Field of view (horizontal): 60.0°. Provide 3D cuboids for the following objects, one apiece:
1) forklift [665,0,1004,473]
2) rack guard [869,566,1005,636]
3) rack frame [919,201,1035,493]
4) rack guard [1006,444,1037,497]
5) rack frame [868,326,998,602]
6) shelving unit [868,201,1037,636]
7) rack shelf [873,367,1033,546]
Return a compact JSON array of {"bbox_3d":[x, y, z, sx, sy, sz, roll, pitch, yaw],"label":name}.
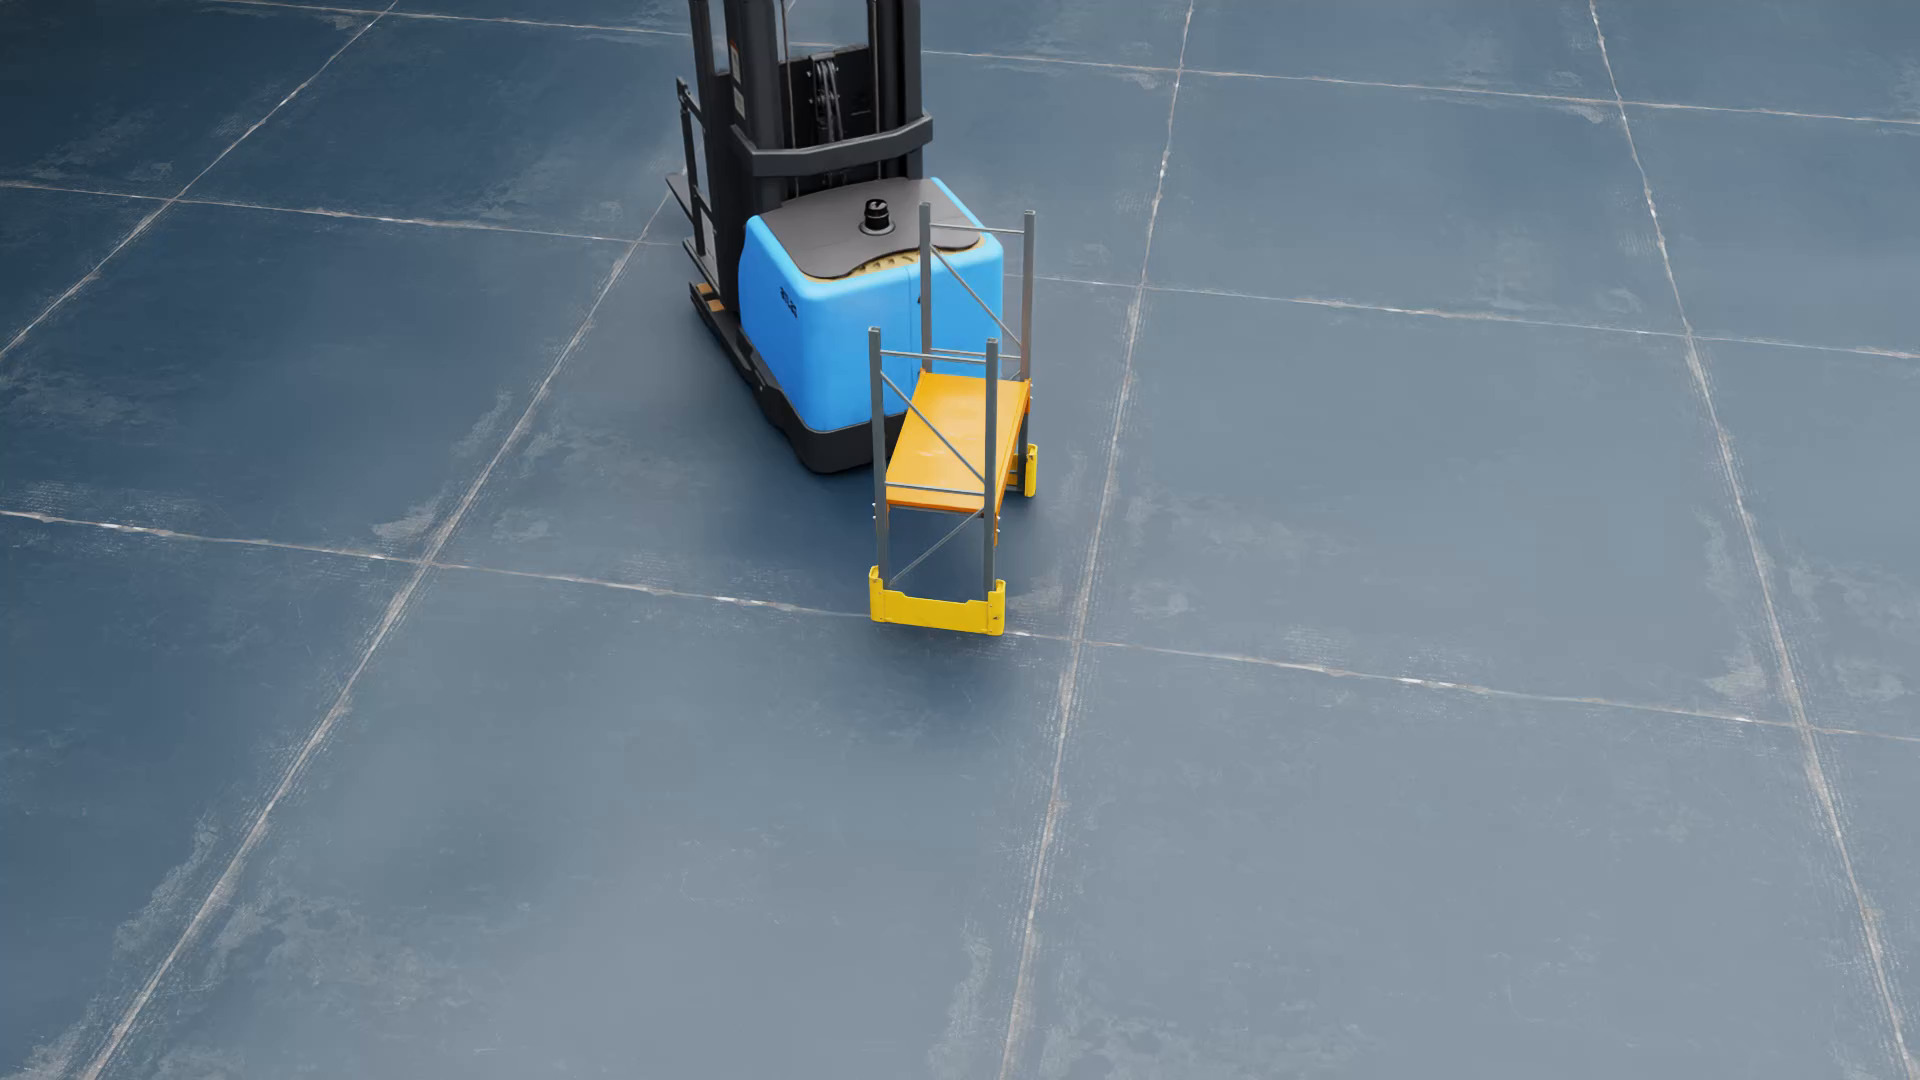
[{"bbox_3d":[-0.852,-2.391,8.342,1.130,2.935,3.031,-16,42,-19],"label":"forklift"},{"bbox_3d":[-0.099,0.264,7.234,0.587,0.250,0.087,6,40,8],"label":"rack guard"},{"bbox_3d":[0.073,-0.844,7.593,0.500,1.500,0.032,6,40,8],"label":"rack frame"},{"bbox_3d":[0.073,-0.361,7.991,0.587,0.250,0.087,6,40,8],"label":"rack guard"},{"bbox_3d":[-0.103,-0.205,6.821,0.500,1.500,0.032,6,40,8],"label":"rack frame"},{"bbox_3d":[-0.013,-0.530,7.214,0.587,1.500,1.083,6,40,8],"label":"shelving unit"},{"bbox_3d":[-0.015,-0.386,7.322,0.538,0.185,1.000,6,40,8],"label":"rack shelf"}]
